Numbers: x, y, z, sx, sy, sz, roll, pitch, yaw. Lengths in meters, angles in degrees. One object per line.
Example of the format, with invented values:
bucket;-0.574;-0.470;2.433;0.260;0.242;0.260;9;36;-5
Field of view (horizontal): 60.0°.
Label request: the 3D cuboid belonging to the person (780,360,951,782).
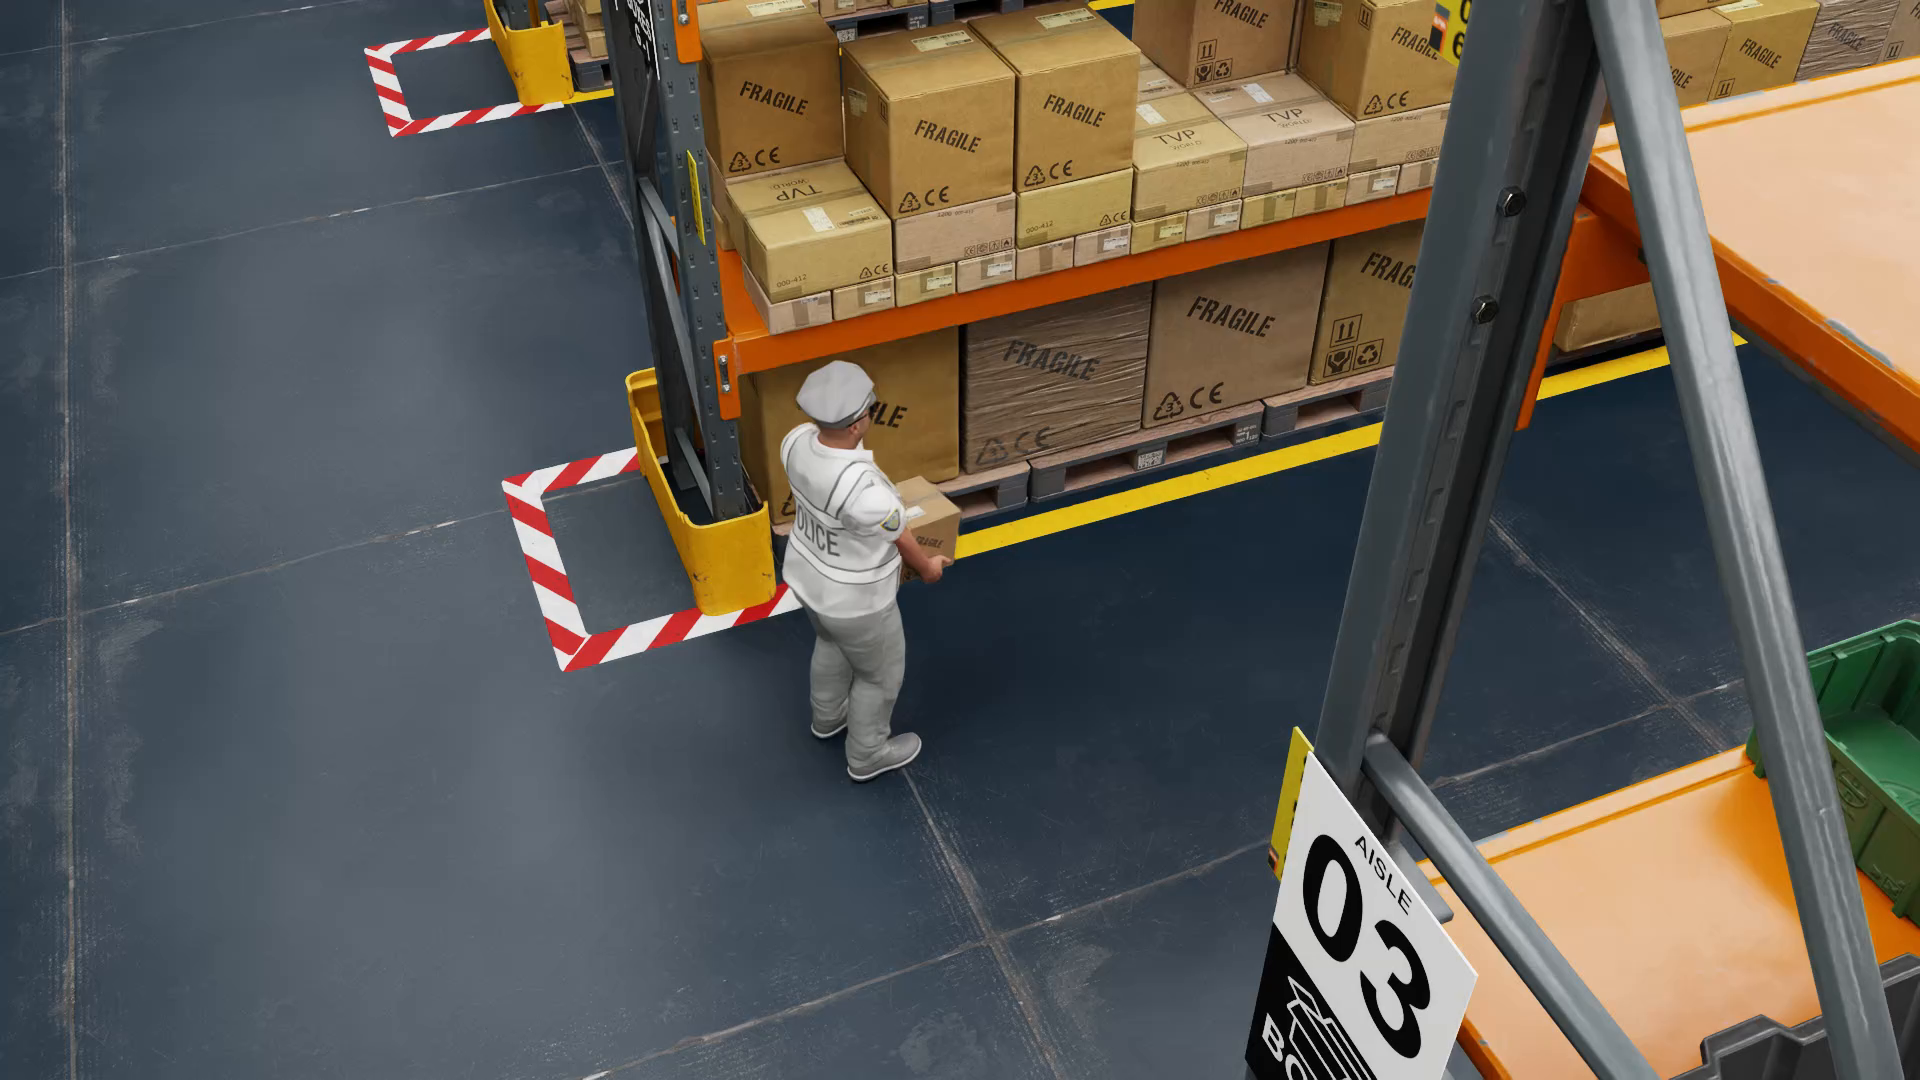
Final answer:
person;-0.350;0.104;6.030;0.573;1.768;0.490;-28;48;-28
